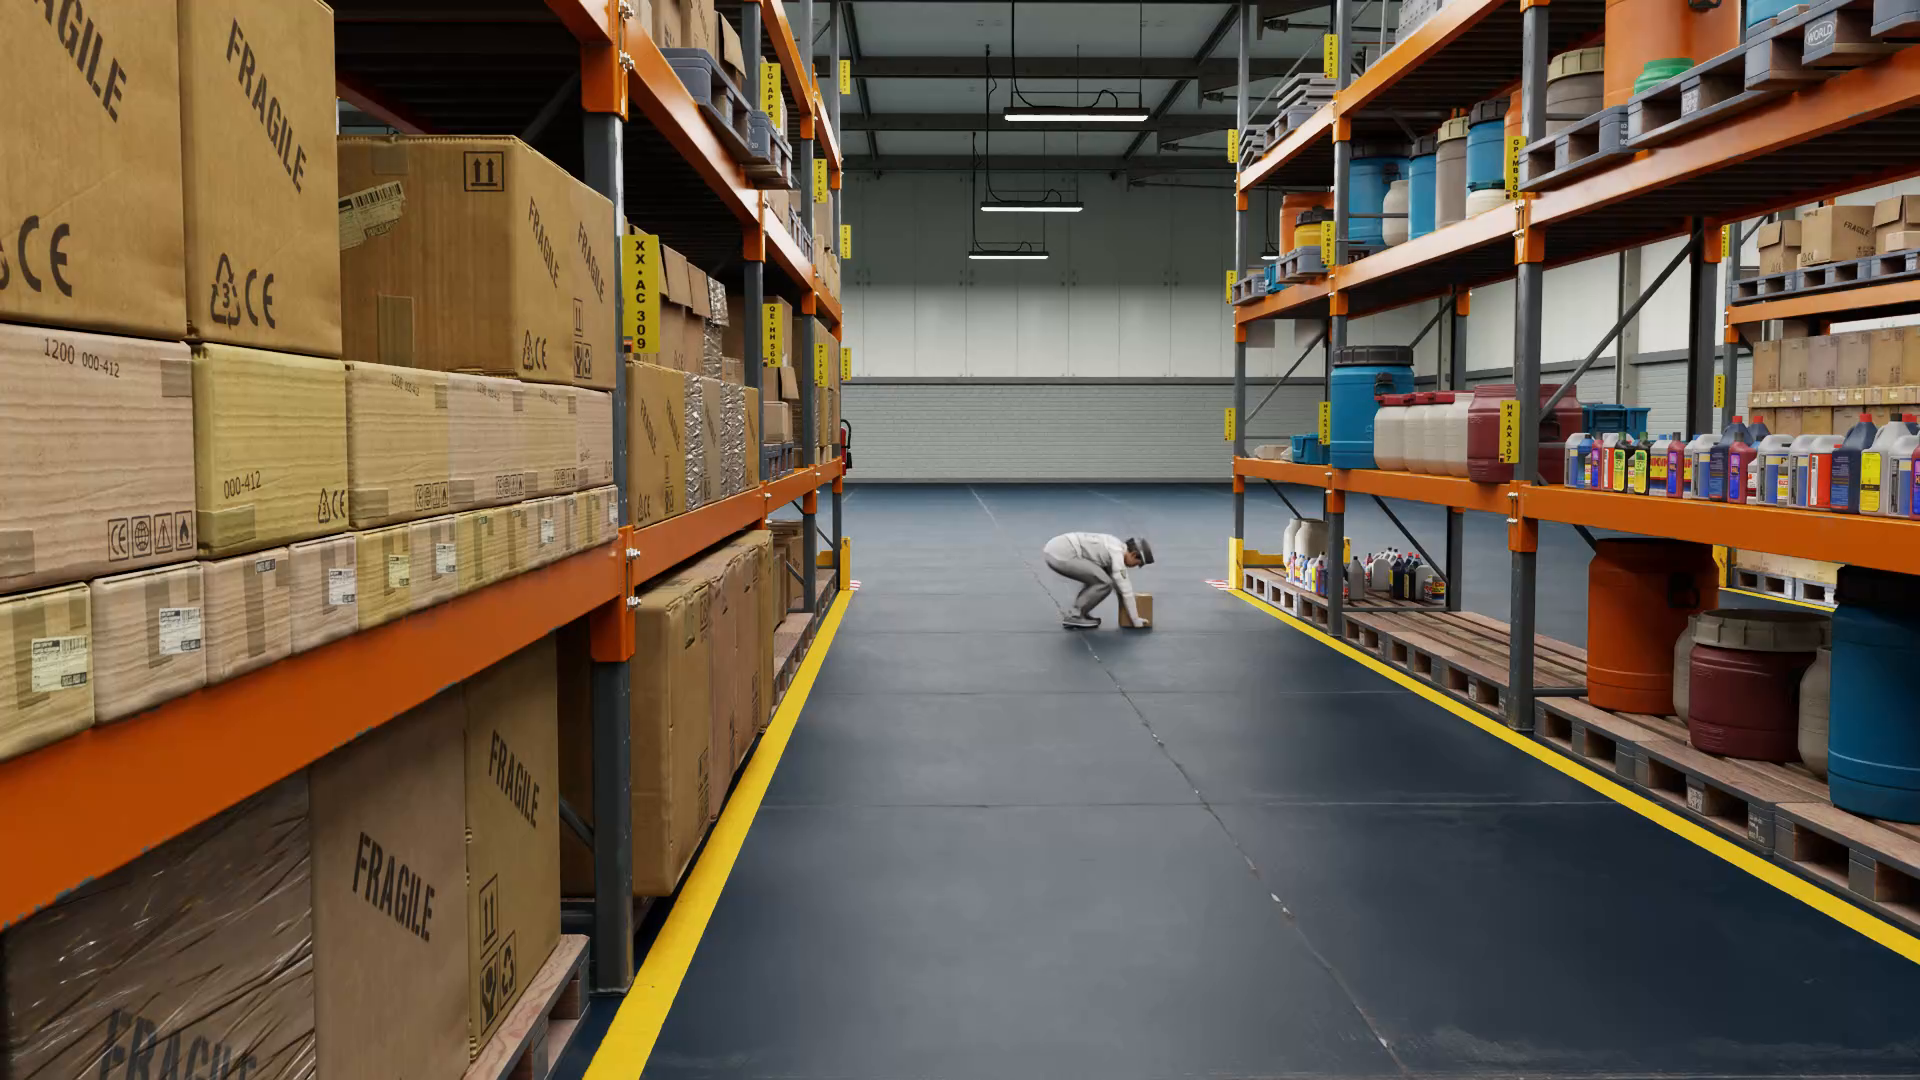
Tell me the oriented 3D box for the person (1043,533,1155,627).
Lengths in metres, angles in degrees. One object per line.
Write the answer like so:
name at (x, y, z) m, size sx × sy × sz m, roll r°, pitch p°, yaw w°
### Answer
person at (1.133, 0.327, 13.509) m, size 0.912 × 0.772 × 0.449 m, roll 0°, pitch 4°, yaw -3°
